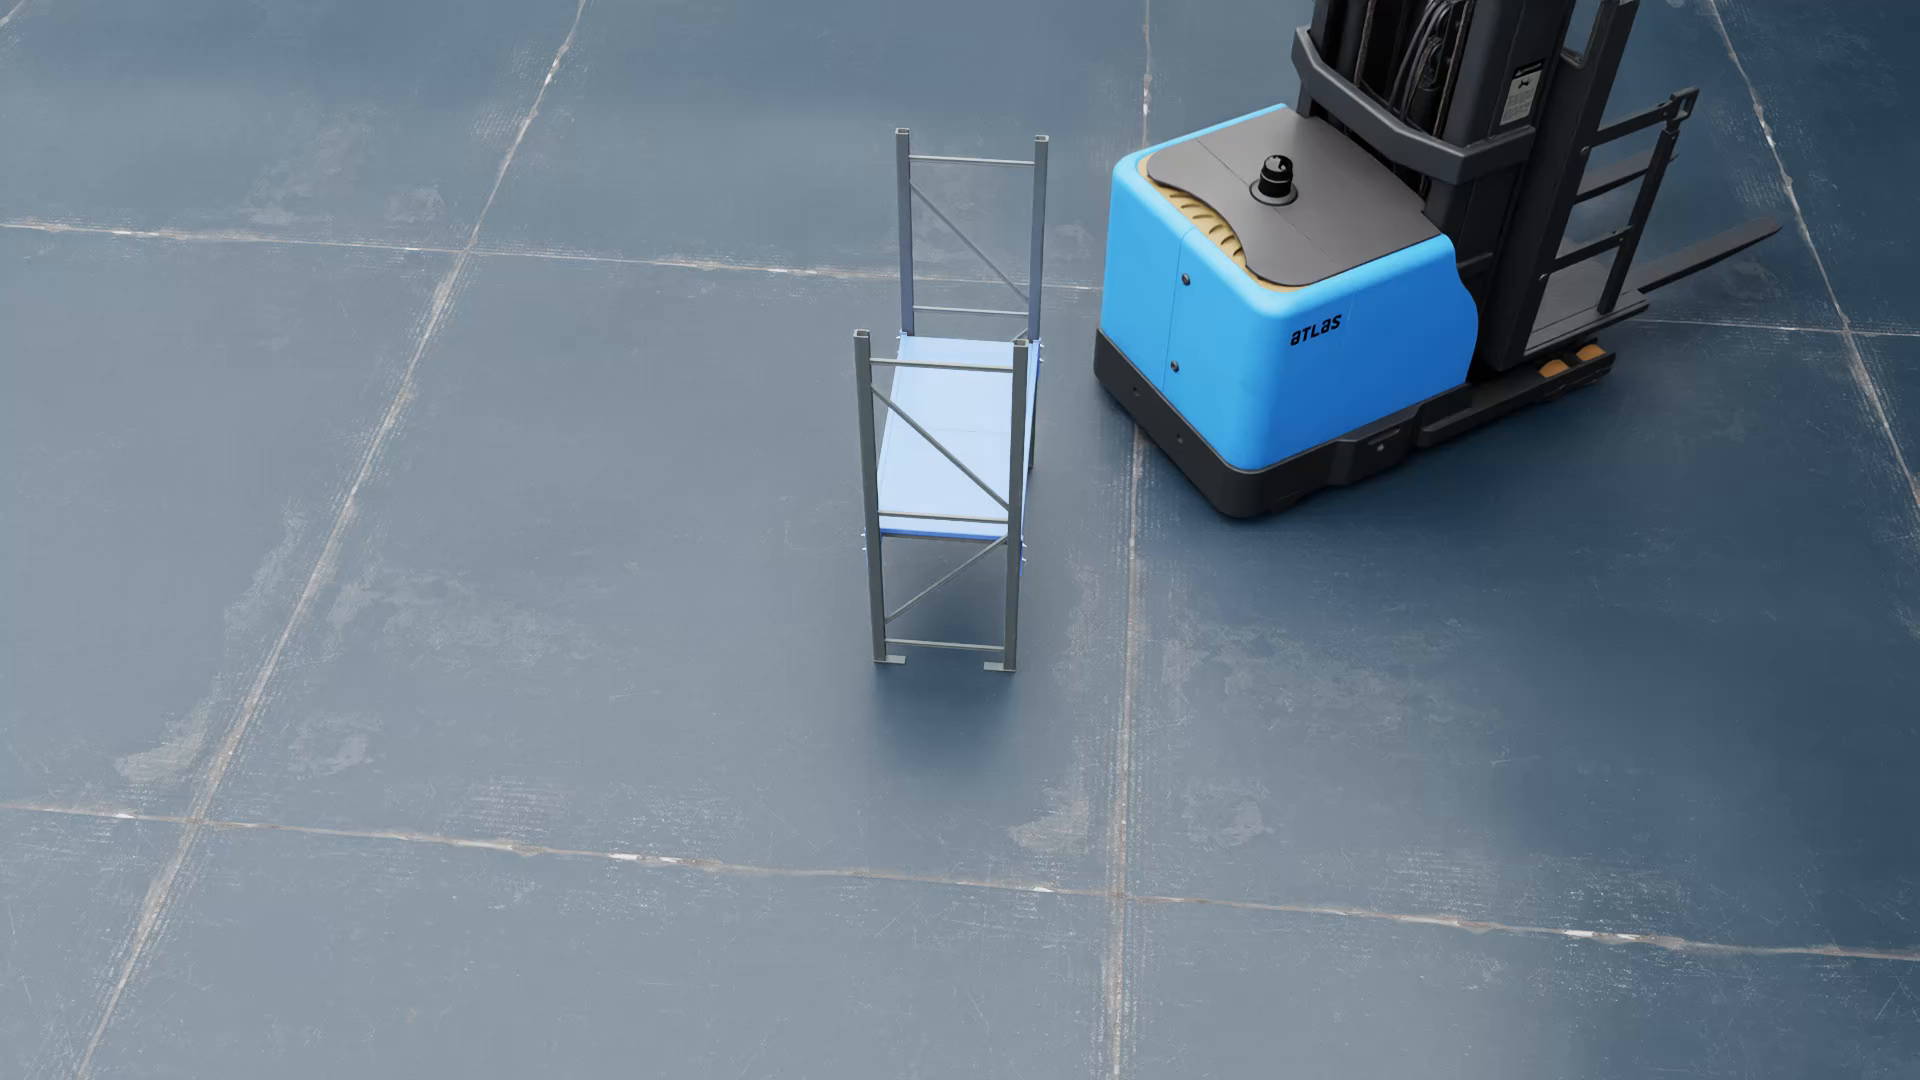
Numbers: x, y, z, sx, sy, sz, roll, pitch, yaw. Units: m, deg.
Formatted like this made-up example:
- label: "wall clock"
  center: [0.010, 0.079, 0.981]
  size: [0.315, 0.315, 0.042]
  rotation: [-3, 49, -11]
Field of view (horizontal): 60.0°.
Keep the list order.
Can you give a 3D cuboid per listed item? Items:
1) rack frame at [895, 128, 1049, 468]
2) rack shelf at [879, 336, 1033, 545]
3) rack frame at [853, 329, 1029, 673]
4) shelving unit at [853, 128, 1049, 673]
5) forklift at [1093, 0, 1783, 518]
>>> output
- label: "rack frame"
  center: [0.039, -0.817, 5.981]
  size: [0.500, 1.500, 0.032]
  rotation: [4, 48, 4]
- label: "rack shelf"
  center: [-0.008, -0.355, 5.736]
  size: [0.459, 0.062, 0.952]
  rotation: [4, 48, 4]
- label: "rack frame"
  center: [-0.054, -0.070, 5.298]
  size: [0.500, 1.500, 0.032]
  rotation: [4, 48, 4]
- label: "shelving unit"
  center: [-0.008, -0.443, 5.639]
  size: [0.500, 1.500, 1.048]
  rotation: [4, 48, 4]
- label: "forklift"
  center: [2.084, -1.876, 5.980]
  size: [3.031, 2.935, 1.130]
  rotation: [-22, 51, -19]
